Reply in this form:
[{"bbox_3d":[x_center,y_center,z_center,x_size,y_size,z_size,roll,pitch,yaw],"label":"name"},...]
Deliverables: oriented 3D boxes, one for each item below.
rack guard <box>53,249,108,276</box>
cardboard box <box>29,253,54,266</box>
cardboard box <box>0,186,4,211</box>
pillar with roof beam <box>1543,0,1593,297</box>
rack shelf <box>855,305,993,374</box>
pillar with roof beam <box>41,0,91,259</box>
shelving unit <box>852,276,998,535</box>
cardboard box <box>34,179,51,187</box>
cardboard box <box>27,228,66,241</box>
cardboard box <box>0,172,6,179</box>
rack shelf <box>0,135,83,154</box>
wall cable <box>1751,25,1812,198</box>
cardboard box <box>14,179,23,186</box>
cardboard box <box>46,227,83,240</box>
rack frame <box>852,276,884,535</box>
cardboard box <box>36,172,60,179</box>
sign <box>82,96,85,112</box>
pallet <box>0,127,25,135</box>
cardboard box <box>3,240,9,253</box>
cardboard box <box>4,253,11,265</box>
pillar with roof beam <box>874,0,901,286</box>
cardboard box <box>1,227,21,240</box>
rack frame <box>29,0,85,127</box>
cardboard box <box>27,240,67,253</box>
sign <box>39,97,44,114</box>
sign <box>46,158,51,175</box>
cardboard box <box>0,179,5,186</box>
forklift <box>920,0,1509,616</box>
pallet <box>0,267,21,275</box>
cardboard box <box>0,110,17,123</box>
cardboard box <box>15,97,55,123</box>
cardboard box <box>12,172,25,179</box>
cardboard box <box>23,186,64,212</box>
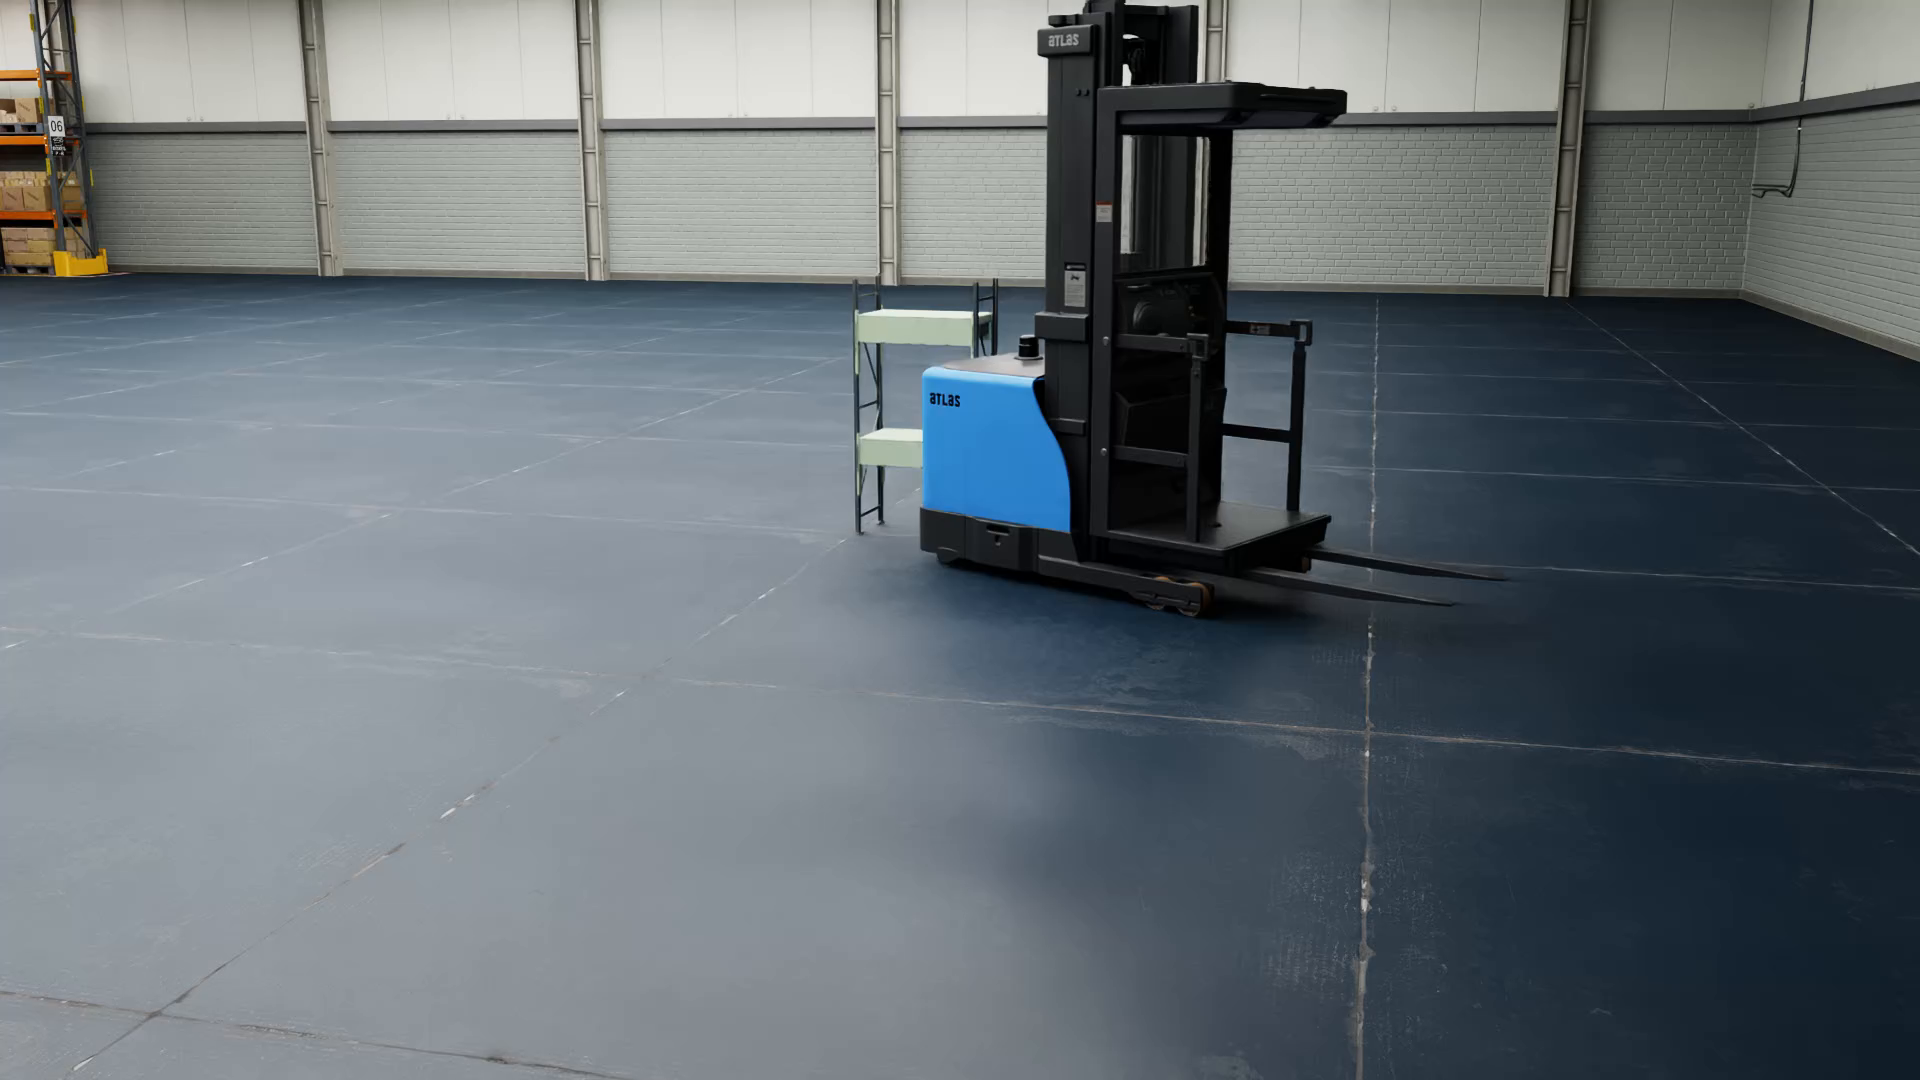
[{"bbox_3d":[-18.336,-5.792,34.686,0.348,0.500,1.175,3,13,14],"label":"rack guard"},{"bbox_3d":[-18.891,-5.834,34.484,0.500,0.250,0.500,3,13,14],"label":"cardboard box"},{"bbox_3d":[-19.899,-7.088,34.526,0.500,0.500,0.500,3,13,12],"label":"cardboard box"},{"bbox_3d":[9.275,-7.706,23.691,0.400,9.000,9.100,3,13,14],"label":"pillar with roof beam"},{"bbox_3d":[-0.199,-1.160,9.699,0.720,0.370,0.431,4,13,18],"label":"rack shelf"},{"bbox_3d":[-19.851,-9.263,30.708,0.400,9.000,9.100,3,13,14],"label":"pillar with roof beam"},{"bbox_3d":[-0.199,-0.779,9.784,0.755,1.500,0.431,4,13,18],"label":"shelving unit"},{"bbox_3d":[-18.763,-7.338,34.156,0.250,0.149,0.380,3,13,14],"label":"cardboard box"},{"bbox_3d":[-18.881,-6.323,34.377,0.500,0.250,0.500,4,13,15],"label":"cardboard box"},{"bbox_3d":[-19.768,-7.532,34.340,0.250,0.149,0.380,3,13,15],"label":"cardboard box"},{"bbox_3d":[-20.301,-8.231,34.642,4.000,0.370,1.077,3,13,14],"label":"rack shelf"},{"bbox_3d":[12.850,-6.664,26.165,0.112,2.526,3.097,3,13,14],"label":"wall cable"},{"bbox_3d":[-19.256,-7.372,34.306,0.250,0.149,0.380,3,13,15],"label":"cardboard box"},{"bbox_3d":[-18.781,-6.429,34.857,0.500,0.250,0.500,3,13,13],"label":"cardboard box"},{"bbox_3d":[-0.545,-0.805,9.899,0.023,1.500,0.400,4,13,18],"label":"rack frame"},{"bbox_3d":[-18.758,-7.499,34.192,0.250,0.149,0.380,3,13,14],"label":"cardboard box"},{"bbox_3d":[-18.221,-9.060,34.518,0.005,0.325,0.100,3,13,14],"label":"sign"},{"bbox_3d":[-20.228,-8.540,34.579,1.213,0.211,1.003,3,13,14],"label":"pallet"},{"bbox_3d":[-19.897,-6.131,34.665,0.500,0.250,0.500,3,13,12],"label":"cardboard box"},{"bbox_3d":[-19.855,-5.890,34.735,0.500,0.250,0.500,3,13,14],"label":"cardboard box"},{"bbox_3d":[-2.375,-8.329,26.498,0.400,9.000,9.100,3,13,14],"label":"pillar with roof beam"},{"bbox_3d":[-19.871,-6.372,34.600,0.500,0.250,0.500,3,13,14],"label":"cardboard box"},{"bbox_3d":[-18.359,-9.942,33.771,0.127,3.000,1.000,3,13,14],"label":"rack frame"},{"bbox_3d":[-18.907,-6.080,34.437,0.500,0.250,0.500,3,13,13],"label":"cardboard box"},{"bbox_3d":[-18.503,-8.758,33.498,0.005,0.325,0.100,3,13,14],"label":"sign"},{"bbox_3d":[-18.503,-7.581,33.759,0.005,0.325,0.100,3,13,14],"label":"sign"},{"bbox_3d":[-19.764,-7.391,34.392,0.250,0.149,0.380,3,13,12],"label":"cardboard box"},{"bbox_3d":[1.235,-1.189,8.327,3.031,2.935,1.130,10,16,39],"label":"forklift"},{"bbox_3d":[-20.293,-5.747,35.150,1.213,0.211,1.003,3,13,14],"label":"pallet"},{"bbox_3d":[-19.483,-8.659,34.020,0.258,0.266,0.396,3,13,14],"label":"cardboard box"},{"bbox_3d":[-18.848,-8.752,33.902,0.500,0.500,0.500,3,13,15],"label":"cardboard box"},{"bbox_3d":[-19.265,-7.513,34.256,0.250,0.149,0.380,3,13,15],"label":"cardboard box"},{"bbox_3d":[-18.900,-7.033,34.276,0.500,0.500,0.500,3,13,12],"label":"cardboard box"}]
